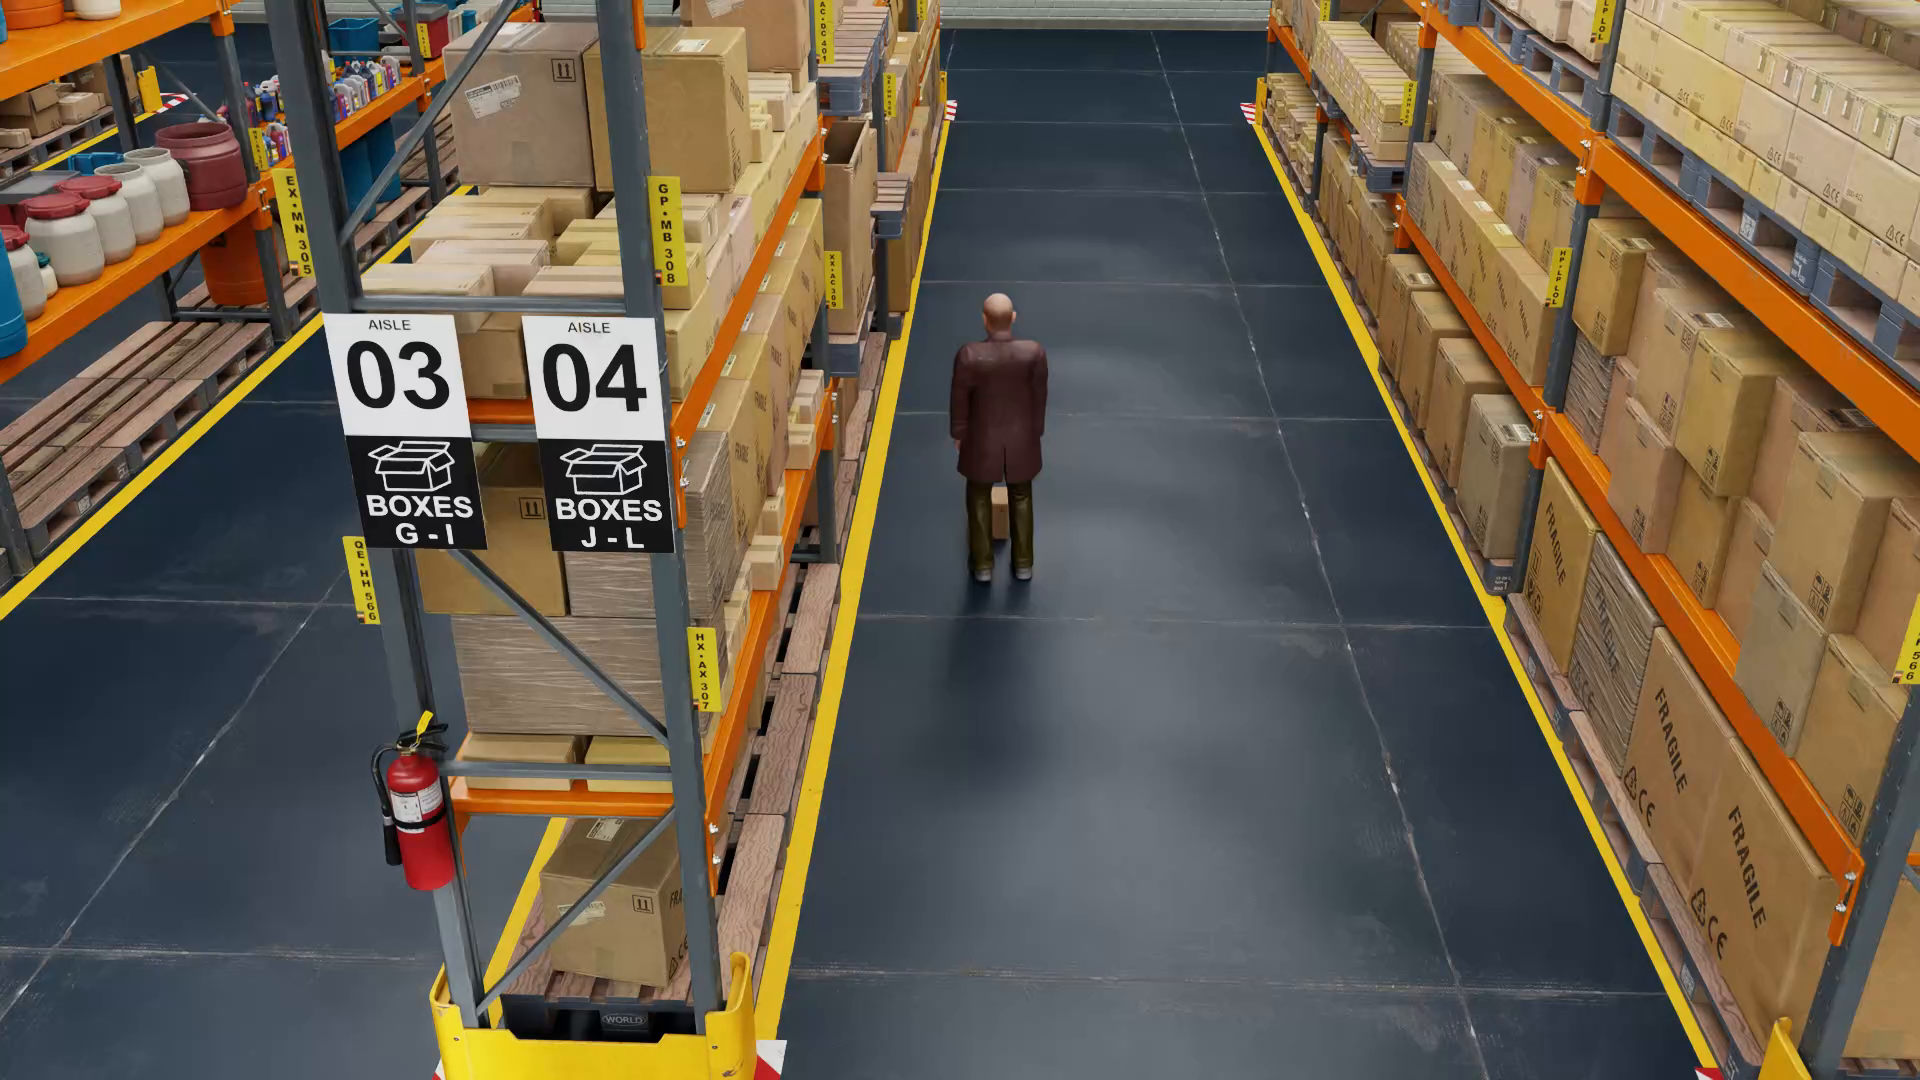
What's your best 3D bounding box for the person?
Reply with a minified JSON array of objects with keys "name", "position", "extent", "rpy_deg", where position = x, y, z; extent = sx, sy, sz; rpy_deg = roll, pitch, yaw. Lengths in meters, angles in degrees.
[{"name":"person","position":[0.219,-0.601,9.811],"extent":[0.567,1.770,0.378],"rpy_deg":[-3,28,-5]}]
